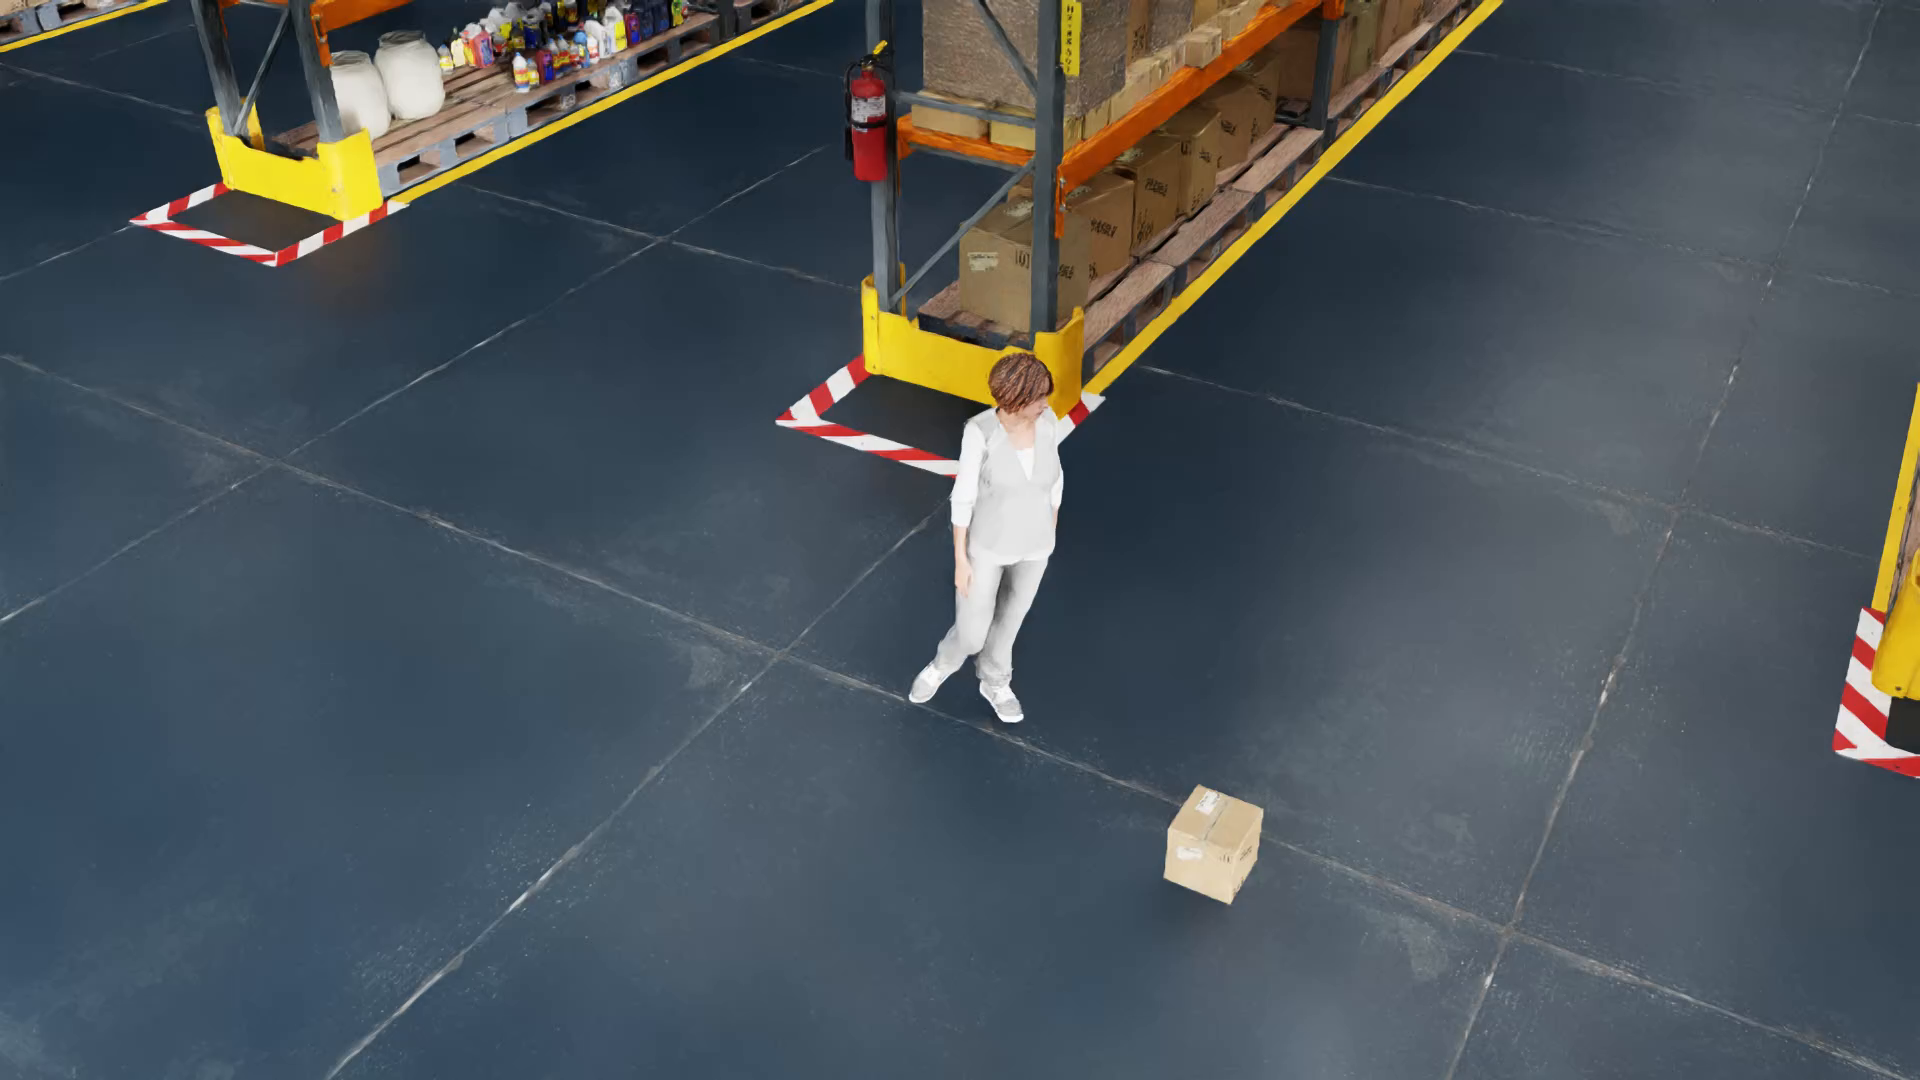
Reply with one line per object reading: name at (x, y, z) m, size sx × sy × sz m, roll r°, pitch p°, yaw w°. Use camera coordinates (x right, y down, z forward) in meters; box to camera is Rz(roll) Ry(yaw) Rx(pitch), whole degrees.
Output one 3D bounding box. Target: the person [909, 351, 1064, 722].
person at (0.105, 0.008, 6.113) m, size 0.578 × 1.589 × 0.419 m, roll -13°, pitch 37°, yaw -19°
